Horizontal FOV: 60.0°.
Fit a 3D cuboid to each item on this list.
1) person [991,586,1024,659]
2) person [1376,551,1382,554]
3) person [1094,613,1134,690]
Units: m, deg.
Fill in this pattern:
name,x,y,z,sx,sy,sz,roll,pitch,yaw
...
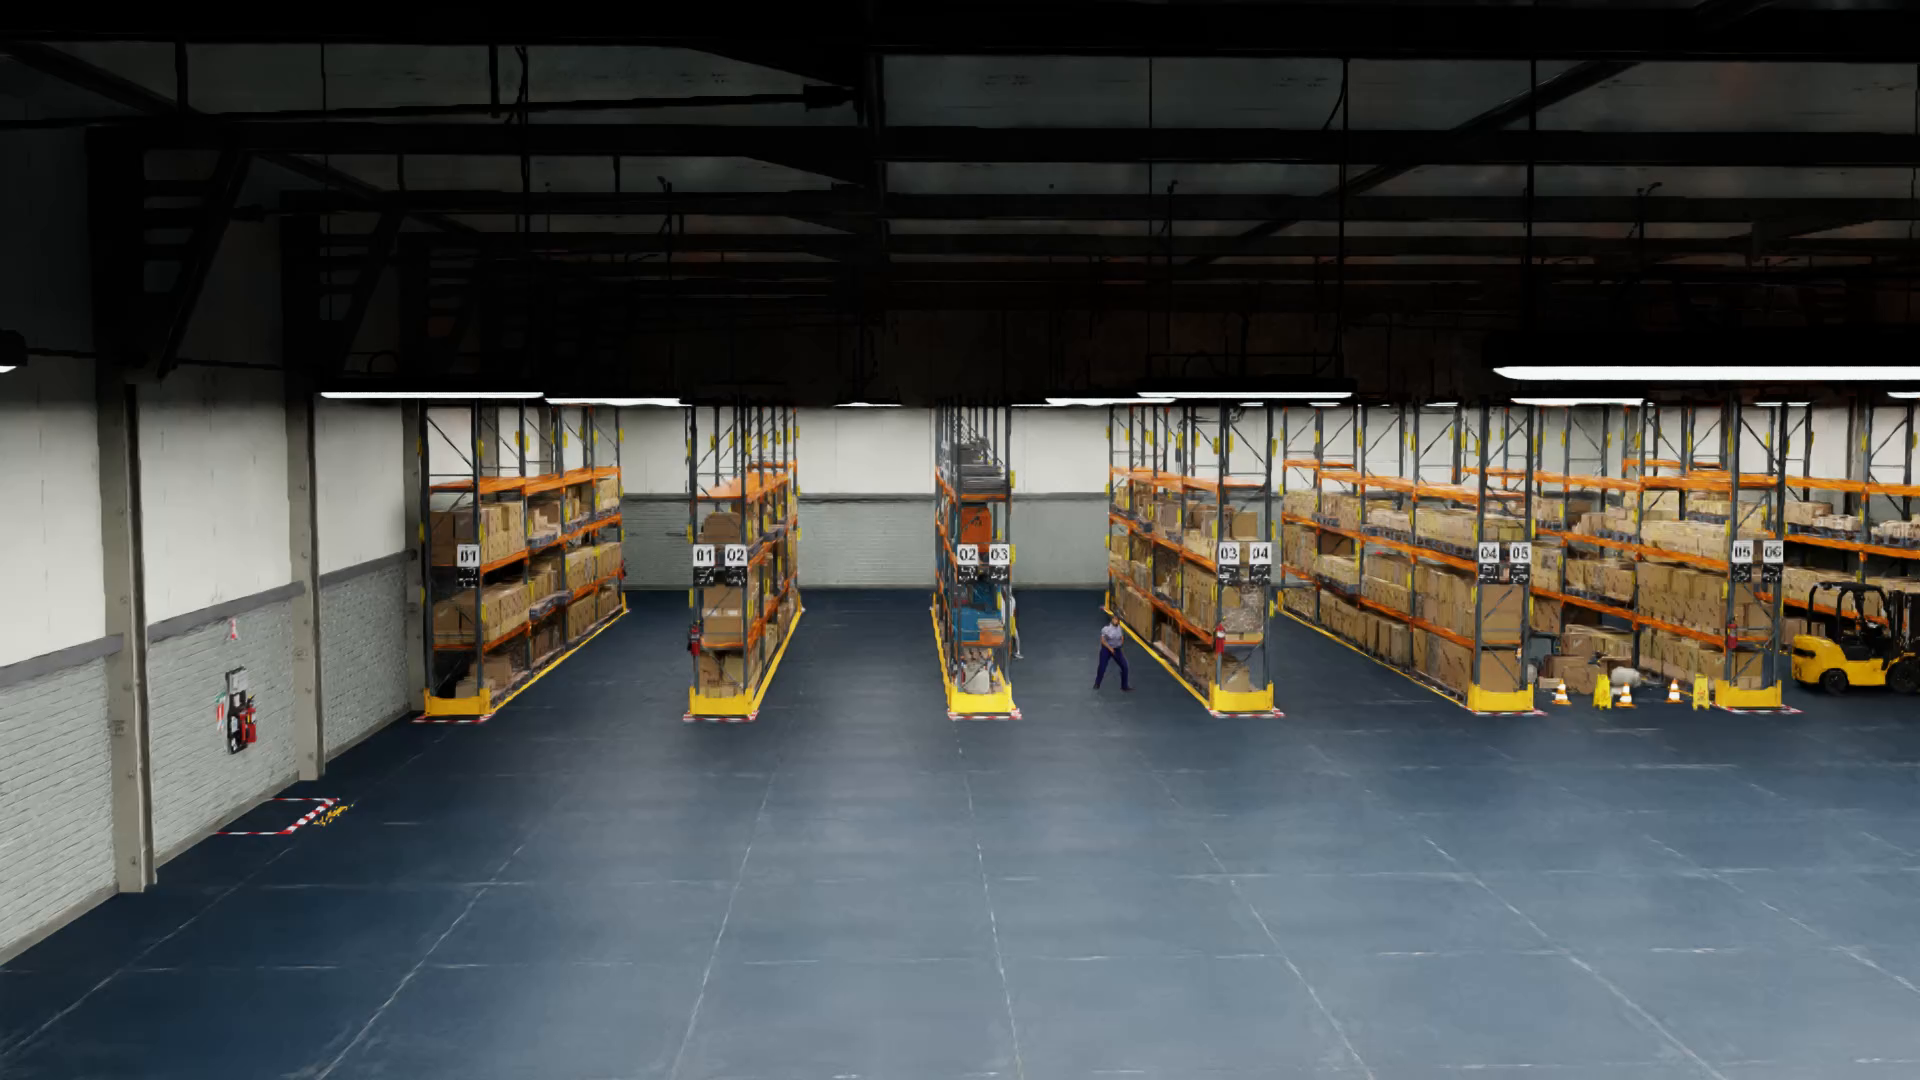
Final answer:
name,x,y,z,sx,sy,sz,roll,pitch,yaw
person,1.028,1.871,38.107,0.708,1.702,0.843,-2,5,-19
person,11.576,1.191,46.071,0.577,1.785,0.655,2,5,27
person,3.114,2.260,33.901,0.656,1.581,0.818,-2,5,-19
